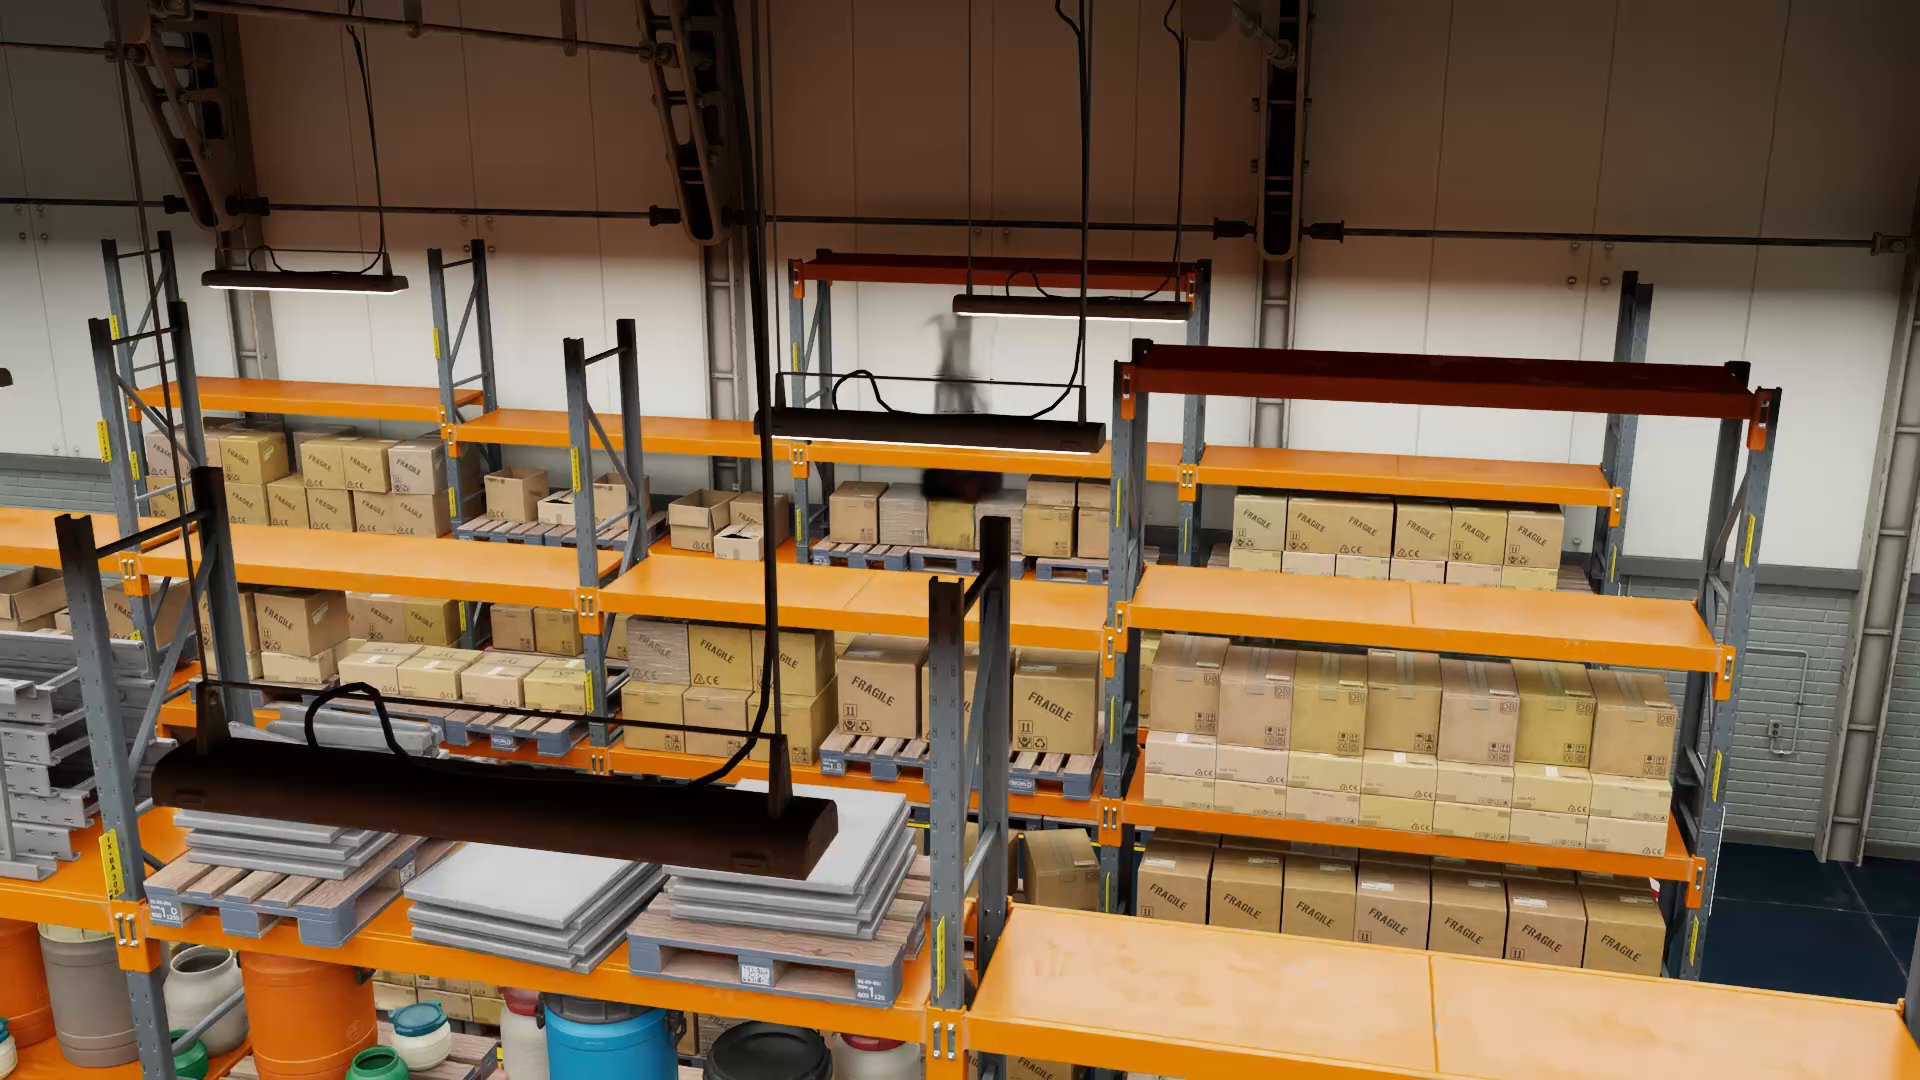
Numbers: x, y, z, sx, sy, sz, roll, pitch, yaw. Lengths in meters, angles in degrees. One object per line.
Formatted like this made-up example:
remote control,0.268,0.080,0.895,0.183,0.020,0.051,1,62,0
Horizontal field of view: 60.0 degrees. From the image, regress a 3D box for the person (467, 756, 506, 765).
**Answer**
person,-4.657,2.588,16.649,0.808,1.650,0.545,1,16,3
